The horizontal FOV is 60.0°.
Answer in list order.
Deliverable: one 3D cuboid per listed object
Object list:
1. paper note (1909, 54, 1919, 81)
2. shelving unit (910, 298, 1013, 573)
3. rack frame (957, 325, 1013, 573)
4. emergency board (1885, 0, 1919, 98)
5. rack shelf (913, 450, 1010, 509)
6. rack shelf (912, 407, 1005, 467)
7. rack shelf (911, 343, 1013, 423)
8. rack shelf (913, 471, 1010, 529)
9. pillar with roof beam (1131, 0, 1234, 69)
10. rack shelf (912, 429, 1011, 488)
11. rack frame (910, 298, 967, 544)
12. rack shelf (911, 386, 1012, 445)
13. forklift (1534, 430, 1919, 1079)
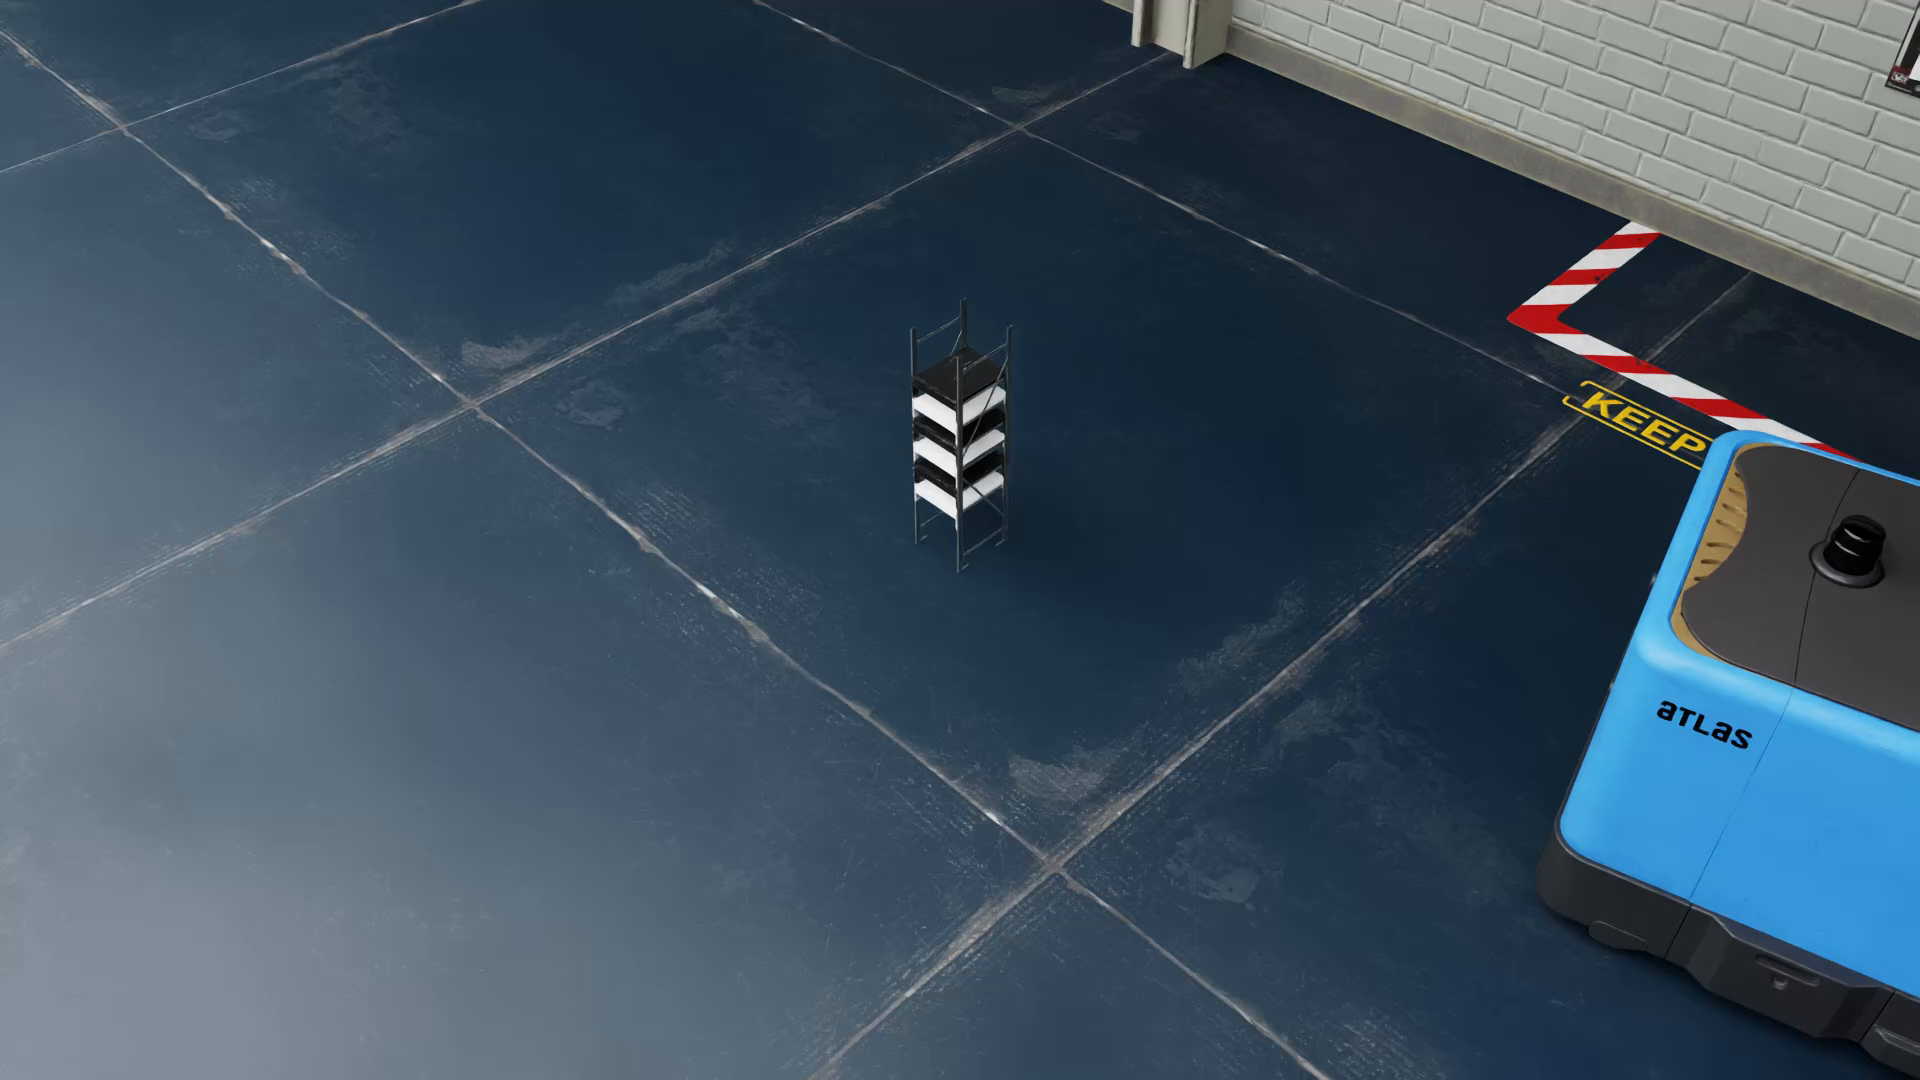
[{"bbox_3d":[3.562,-1.732,6.064,0.016,0.148,0.142,-34,53,-31],"label":"paper note"},{"bbox_3d":[0.006,-0.327,5.440,0.258,0.900,0.210,-34,53,-31],"label":"shelving unit"},{"bbox_3d":[0.078,-0.278,5.388,0.240,0.900,0.006,-34,53,-31],"label":"rack frame"},{"bbox_3d":[3.644,-1.951,5.651,0.157,1.169,0.626,-34,53,-31],"label":"emergency board"},{"bbox_3d":[0.006,-0.236,5.524,0.258,0.077,0.200,-34,53,-31],"label":"rack shelf"},{"bbox_3d":[0.006,-0.368,5.402,0.258,0.077,0.200,-34,53,-31],"label":"rack shelf"},{"bbox_3d":[0.006,-0.500,5.280,0.258,0.077,0.200,-34,53,-31],"label":"rack shelf"},{"bbox_3d":[0.006,-0.170,5.585,0.258,0.077,0.200,-34,53,-31],"label":"rack shelf"},{"bbox_3d":[-1.929,-3.755,3.183,9.100,9.000,0.400,-34,53,-31],"label":"pillar with roof beam"},{"bbox_3d":[0.006,-0.302,5.463,0.258,0.077,0.200,-34,53,-31],"label":"rack shelf"},{"bbox_3d":[-0.066,-0.375,5.493,0.240,0.900,0.006,-34,53,-31],"label":"rack frame"},{"bbox_3d":[0.006,-0.434,5.341,0.258,0.077,0.200,-34,53,-31],"label":"rack shelf"},{"bbox_3d":[3.122,0.182,3.394,3.031,2.935,1.130,22,47,22],"label":"forklift"}]
